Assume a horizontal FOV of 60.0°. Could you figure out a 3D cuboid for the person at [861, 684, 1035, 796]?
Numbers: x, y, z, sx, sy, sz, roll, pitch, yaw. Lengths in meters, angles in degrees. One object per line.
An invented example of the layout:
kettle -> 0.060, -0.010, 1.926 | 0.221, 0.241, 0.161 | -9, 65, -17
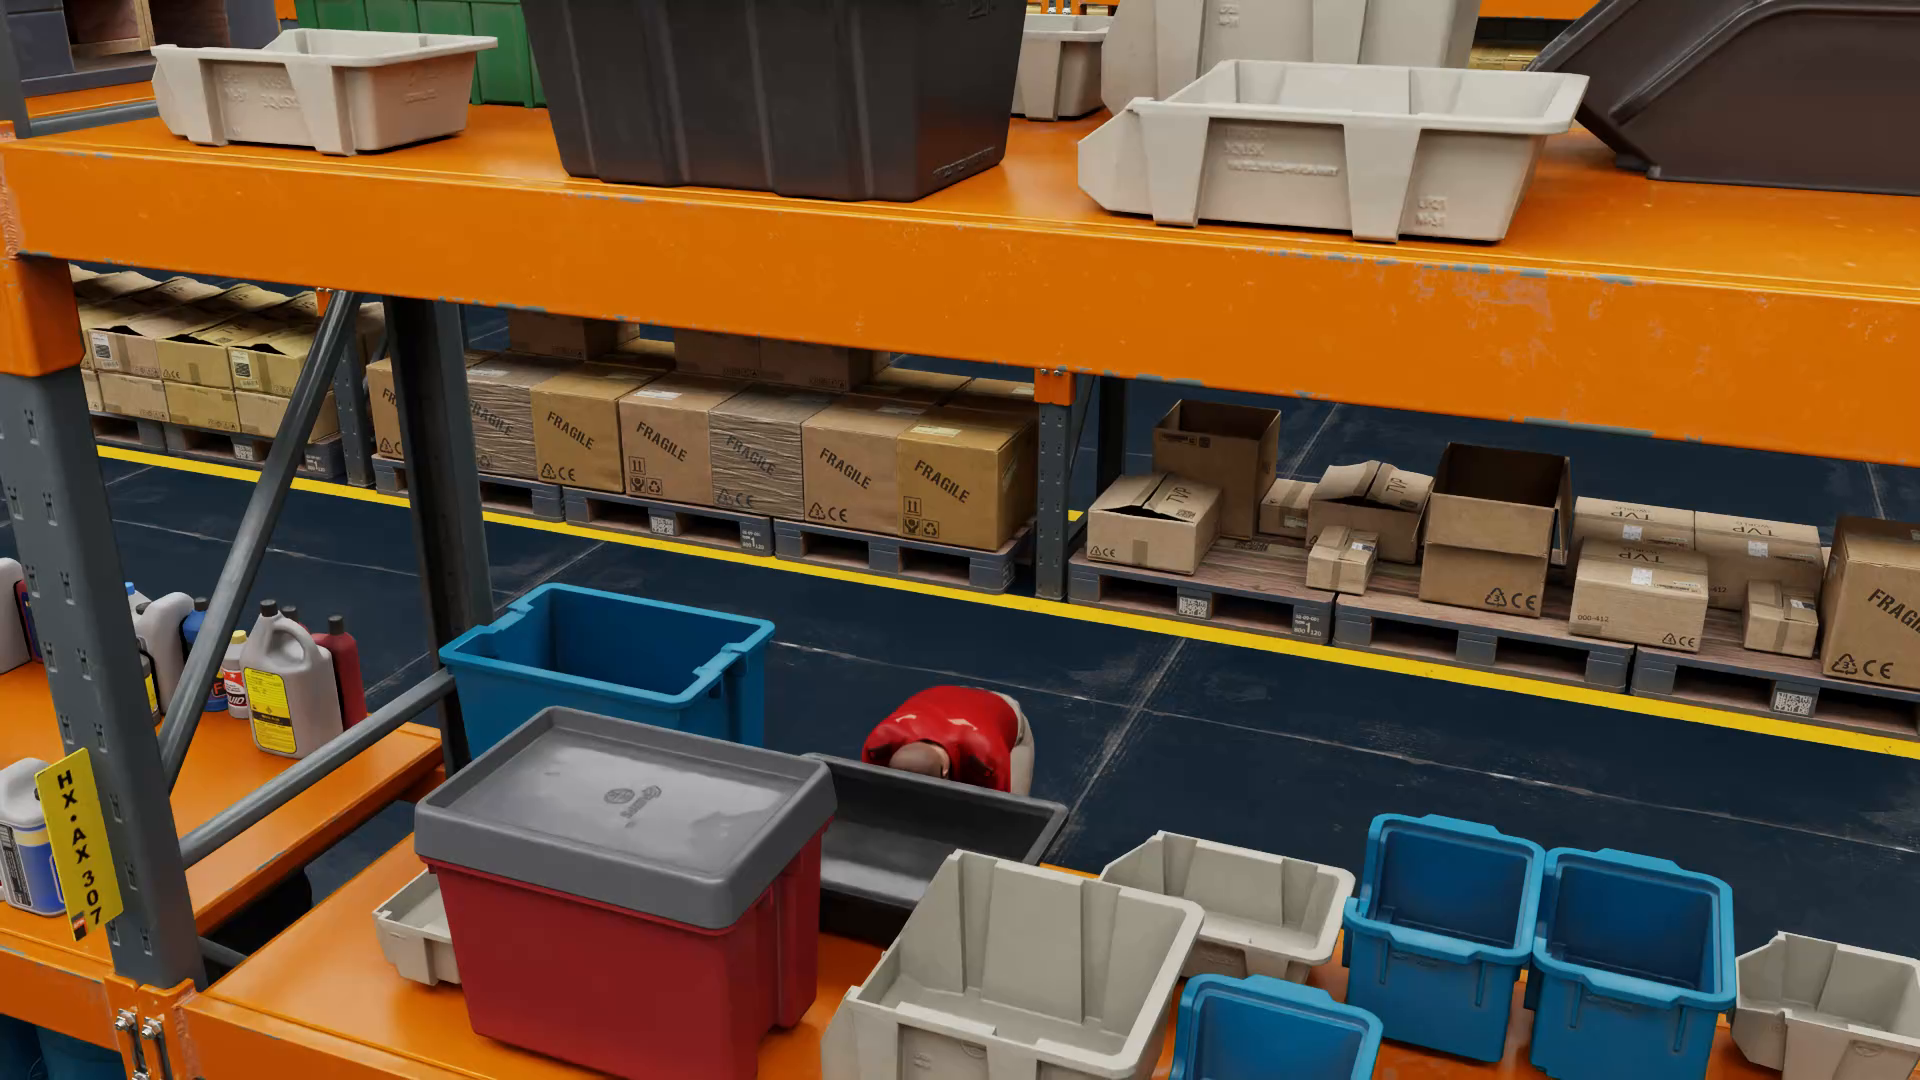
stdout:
person -> -0.041, 0.852, 5.373 | 0.536, 0.827, 0.912 | 8, 24, 19
